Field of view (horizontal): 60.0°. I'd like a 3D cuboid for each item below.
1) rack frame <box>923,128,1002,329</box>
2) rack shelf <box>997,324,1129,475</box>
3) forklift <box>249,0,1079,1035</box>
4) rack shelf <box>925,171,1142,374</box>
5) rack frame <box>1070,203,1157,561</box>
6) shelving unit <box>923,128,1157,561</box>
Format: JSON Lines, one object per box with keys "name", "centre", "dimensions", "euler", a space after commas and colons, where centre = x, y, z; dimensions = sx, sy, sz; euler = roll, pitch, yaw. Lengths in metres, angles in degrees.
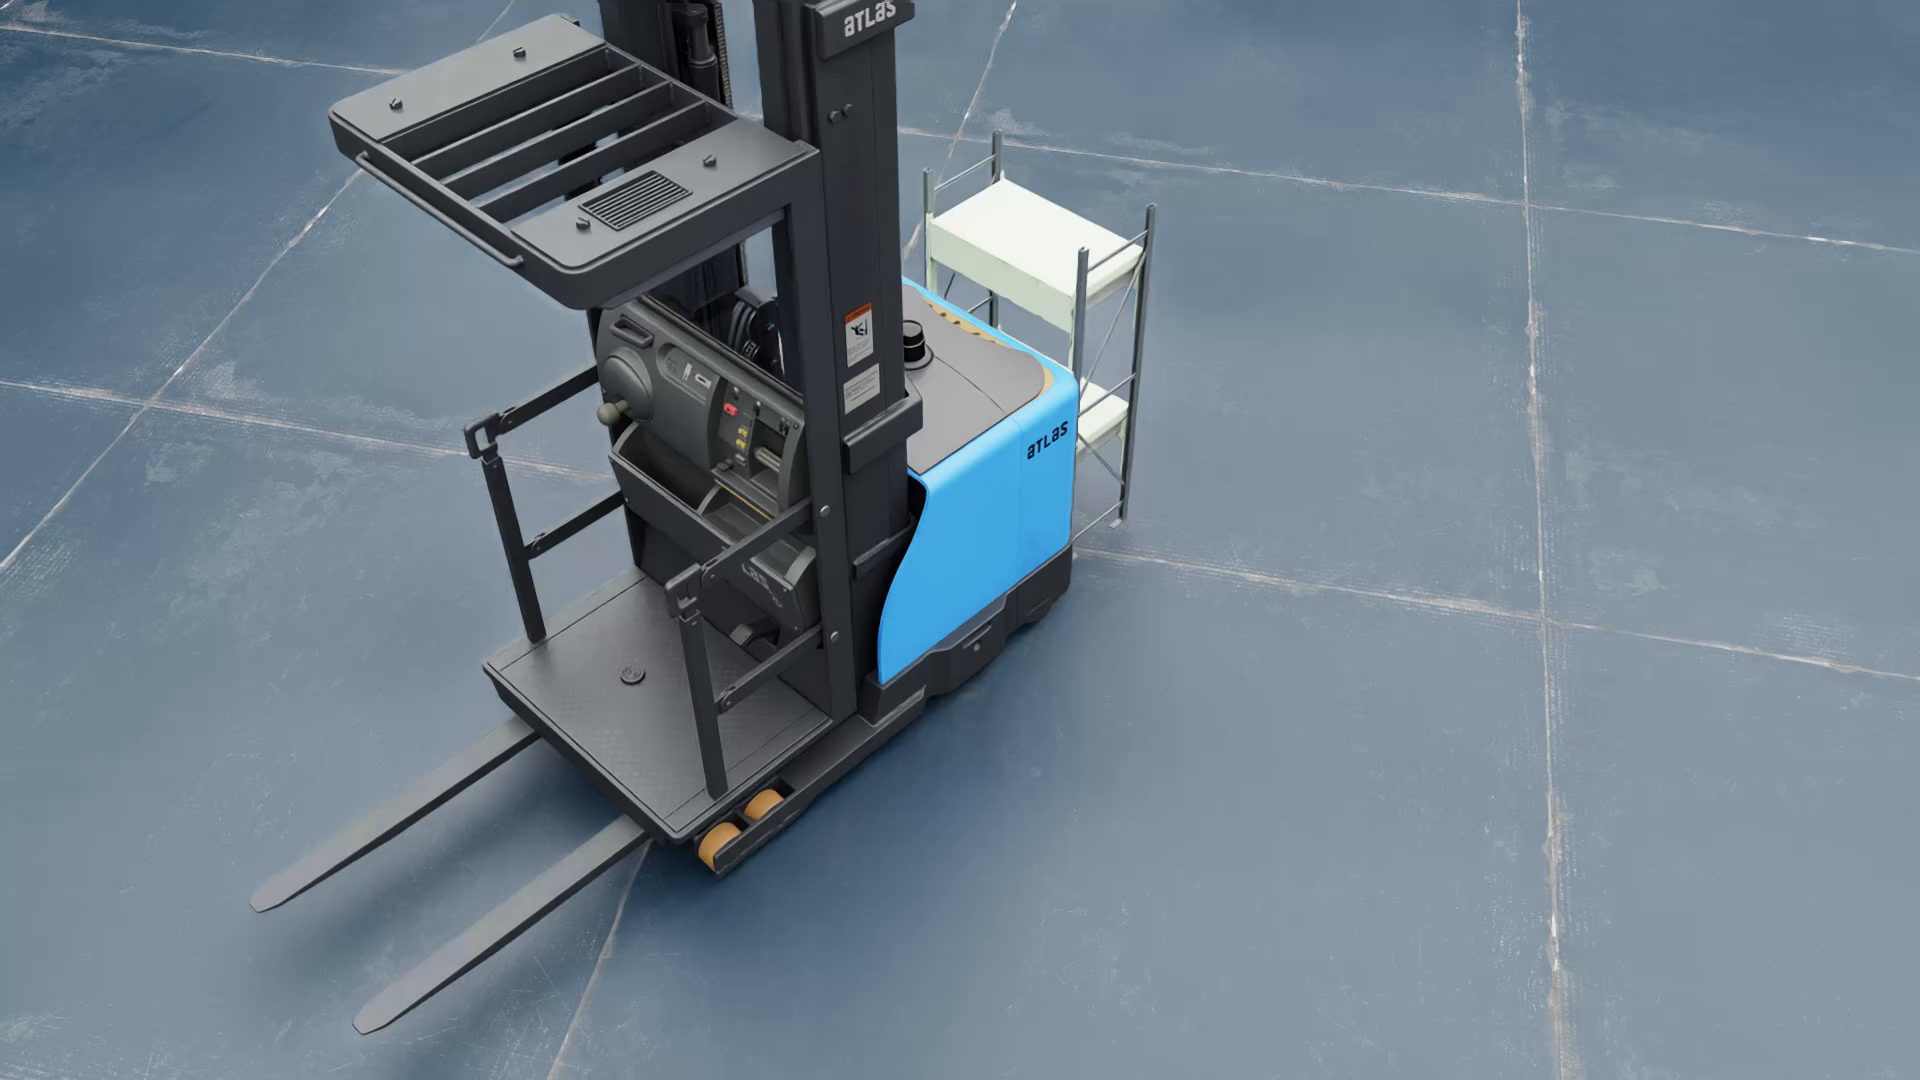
{"name": "rack frame", "centre": [0.012, -0.883, 6.586], "dimensions": [0.023, 1.500, 0.400], "euler": [33, 53, 30]}
{"name": "rack shelf", "centre": [0.278, -0.474, 6.631], "dimensions": [0.720, 0.370, 0.431], "euler": [33, 53, 30]}
{"name": "forklift", "centre": [-0.954, -0.348, 4.998], "dimensions": [1.130, 2.935, 3.031], "euler": [34, 53, 30]}
{"name": "rack shelf", "centre": [0.278, -0.990, 6.134], "dimensions": [0.720, 0.370, 0.431], "euler": [33, 53, 30]}
{"name": "rack frame", "centre": [0.543, -0.534, 6.223], "dimensions": [0.023, 1.500, 0.400], "euler": [33, 53, 30]}
{"name": "shelving unit", "centre": [0.278, -0.708, 6.405], "dimensions": [0.755, 1.500, 0.431], "euler": [33, 53, 30]}
